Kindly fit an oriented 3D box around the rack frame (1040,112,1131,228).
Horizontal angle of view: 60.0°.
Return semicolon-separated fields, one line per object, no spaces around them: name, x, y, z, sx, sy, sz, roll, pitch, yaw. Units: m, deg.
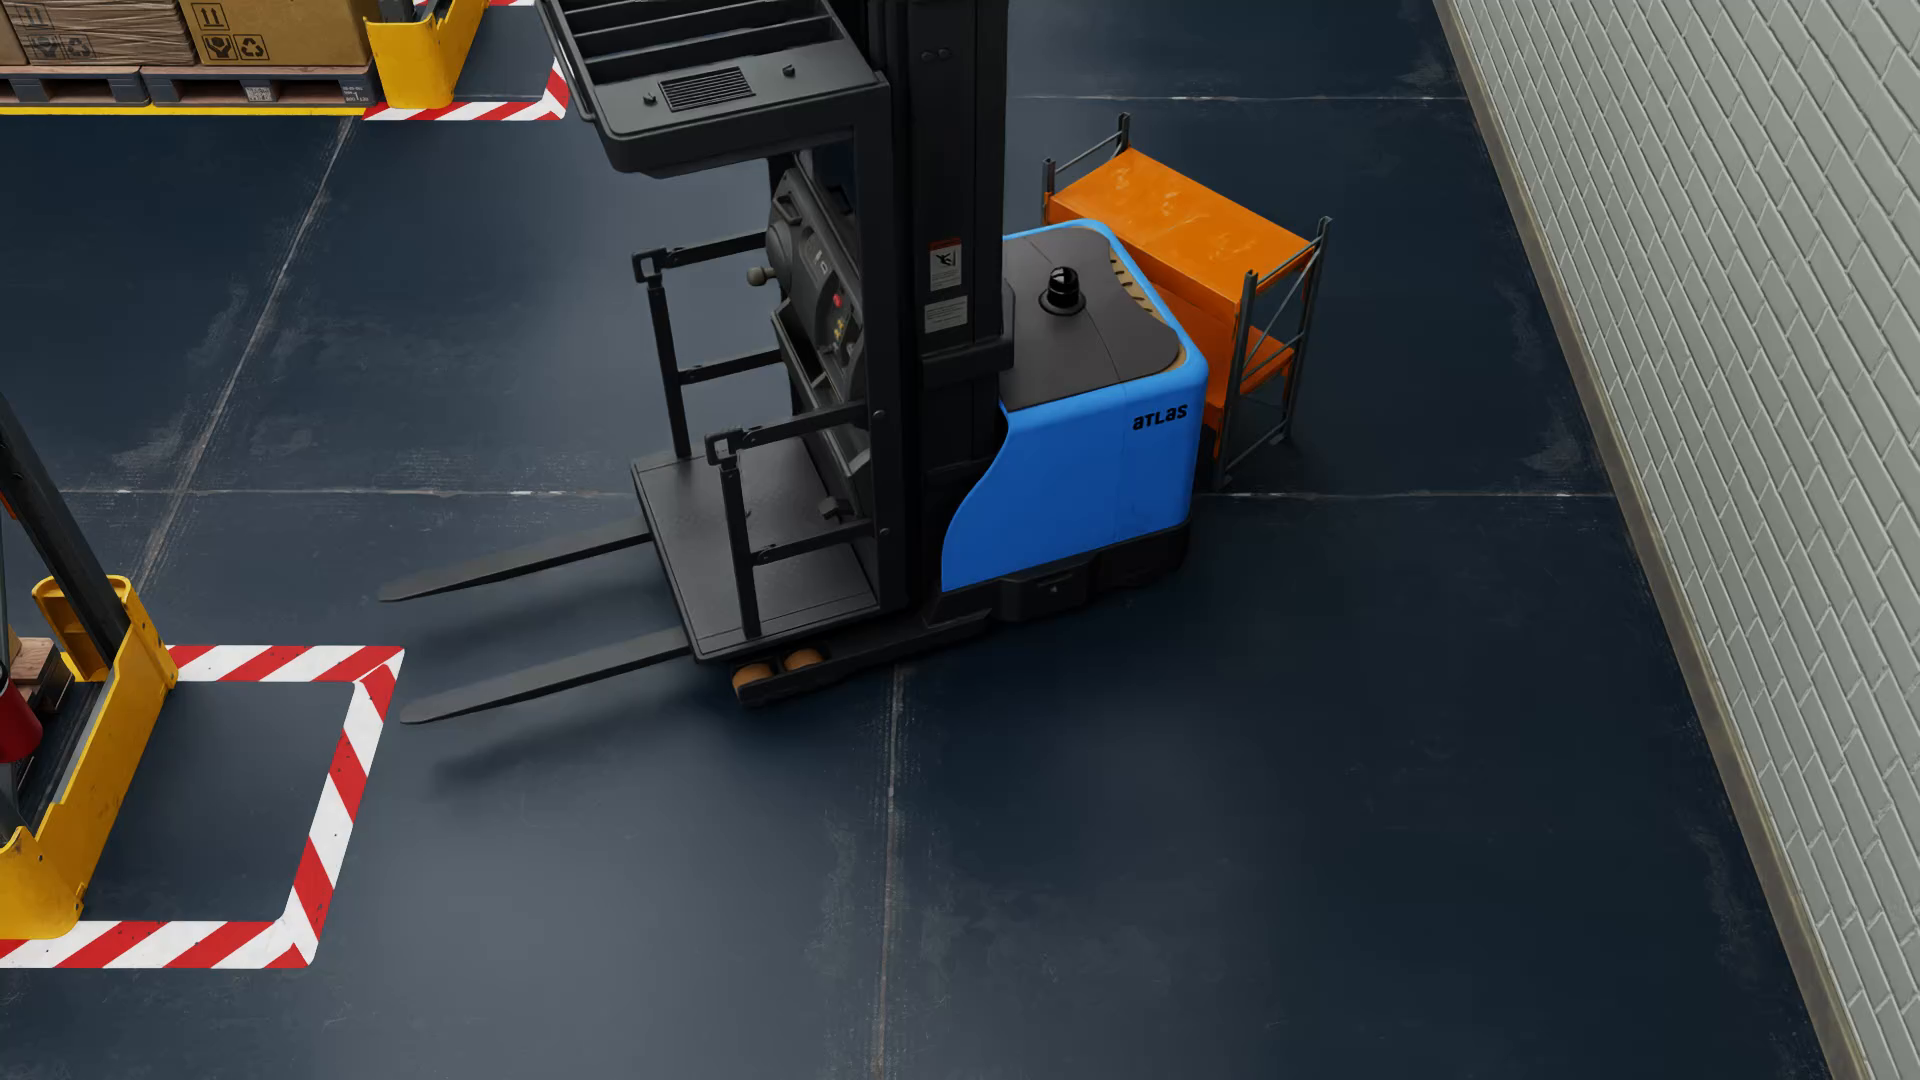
rack frame;0.516;-1.245;7.141;0.032;1.125;0.500;36;57;29

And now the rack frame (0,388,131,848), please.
rack frame;-3.046;-0.126;4.818;0.127;3.000;1.000;0;47;0

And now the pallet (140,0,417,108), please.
pallet;-3.727;-2.751;9.167;1.213;0.211;1.003;0;47;0

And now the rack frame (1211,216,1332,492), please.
rack frame;1.237;-0.721;6.653;0.032;1.125;0.500;36;57;29

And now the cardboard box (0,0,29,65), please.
cardboard box;-5.367;-3.124;8.773;0.875;0.875;0.875;0;47;0

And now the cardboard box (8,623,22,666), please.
cardboard box;-3.569;0.466;5.927;0.250;0.149;0.380;1;47;1

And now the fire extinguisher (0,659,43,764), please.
fire extinguisher;-2.796;0.366;4.668;0.183;0.674;0.296;0;47;0

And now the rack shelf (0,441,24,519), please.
rack shelf;-5.046;0.114;5.086;4.000;0.370;1.077;0;47;0

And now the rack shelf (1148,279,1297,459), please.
rack shelf;0.876;-0.817;7.076;1.000;0.278;0.538;36;57;29

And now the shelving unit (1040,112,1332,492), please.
shelving unit;0.876;-0.983;6.897;1.048;1.125;0.538;36;57;29

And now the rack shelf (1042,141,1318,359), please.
rack shelf;0.876;-1.183;6.683;1.000;0.278;0.538;36;57;29

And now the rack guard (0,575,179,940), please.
rack guard;-3.122;0.725;5.733;0.348;0.500;1.175;0;47;0

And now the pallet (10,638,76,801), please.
pallet;-3.935;0.796;5.865;1.213;0.211;1.003;0;47;0

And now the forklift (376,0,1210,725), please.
forklift;-0.670;-0.823;5.514;3.031;2.935;1.130;-16;49;-14

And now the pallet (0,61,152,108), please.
pallet;-4.944;-2.757;9.172;1.213;0.211;1.003;0;47;0

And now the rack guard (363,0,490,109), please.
rack guard;-2.903;-2.905;9.112;0.348;0.500;1.175;0;47;0

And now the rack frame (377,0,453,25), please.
rack frame;-2.927;-3.756;8.197;0.127;3.000;1.000;0;47;0

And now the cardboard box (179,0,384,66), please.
cardboard box;-3.567;-3.119;8.768;0.875;0.875;0.875;0;47;0

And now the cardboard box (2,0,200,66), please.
cardboard box;-4.477;-3.121;8.771;0.875;0.875;0.875;0;47;0
